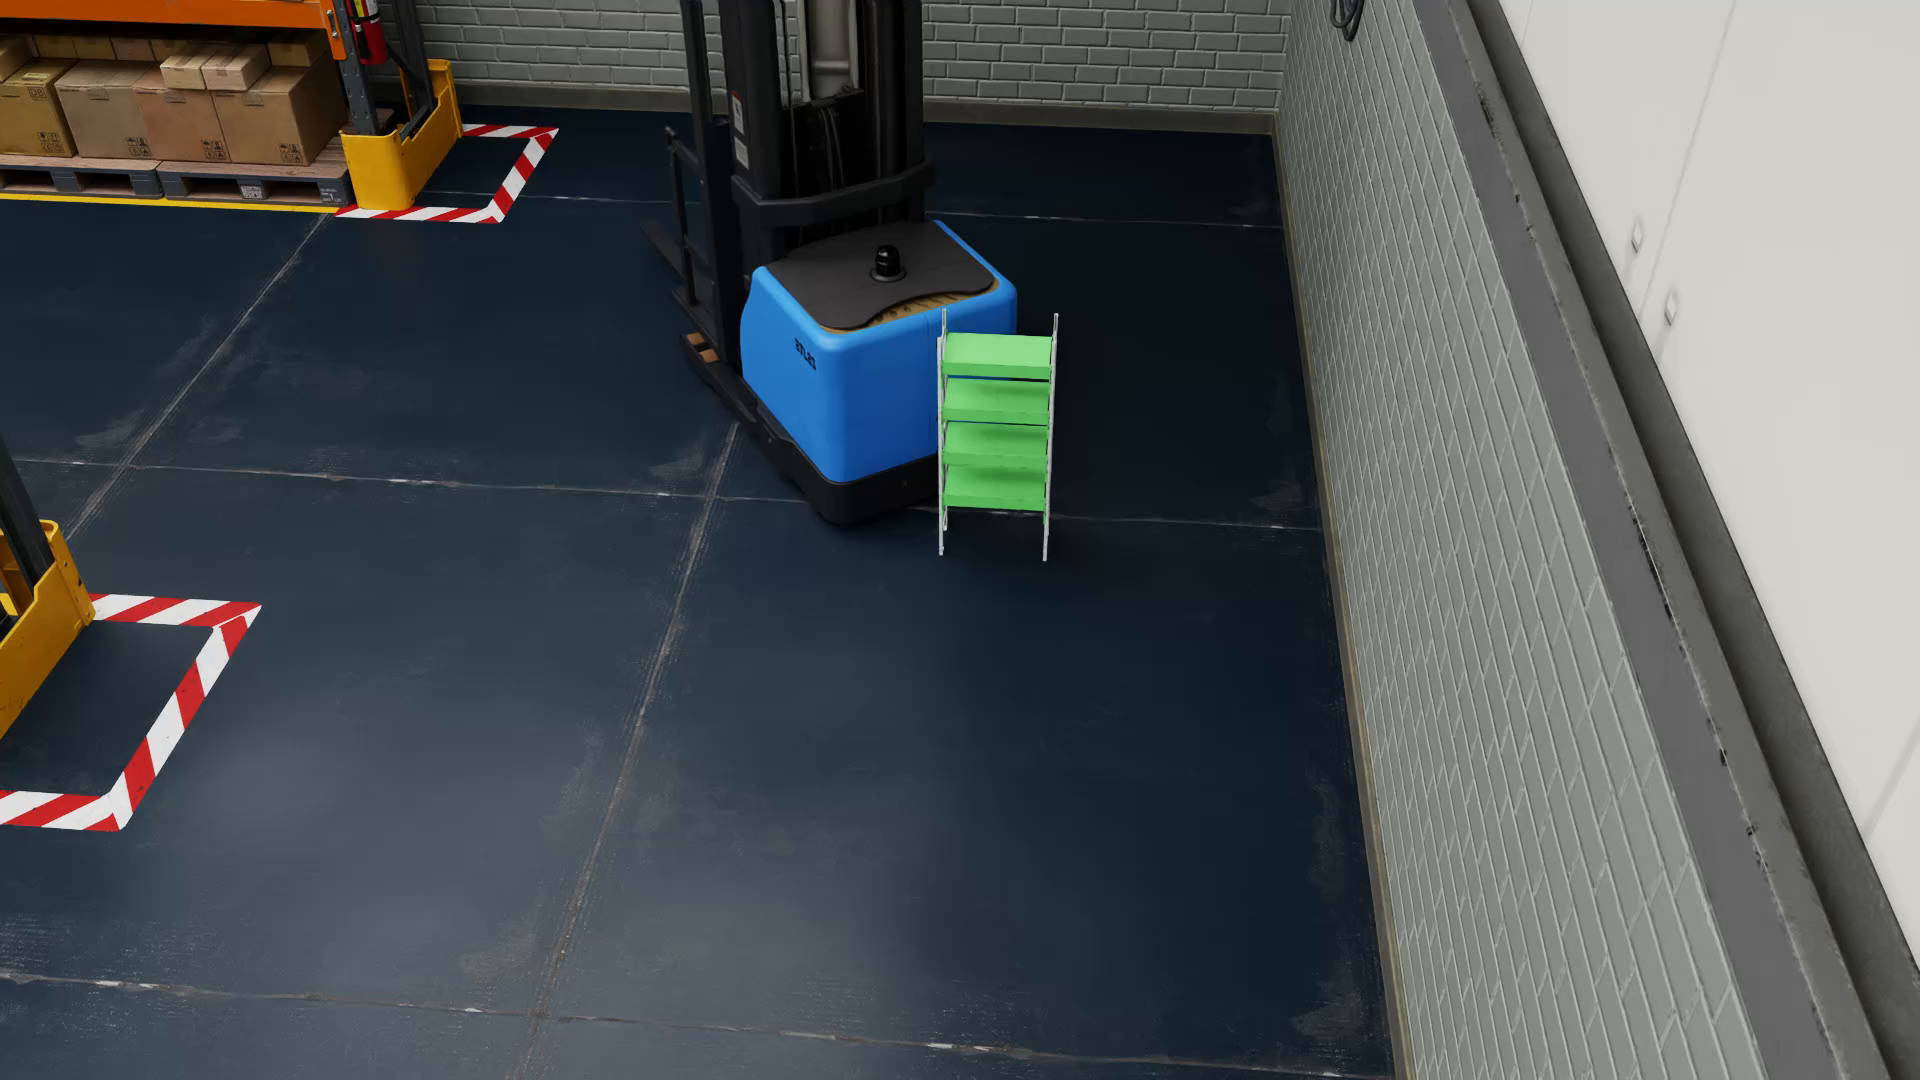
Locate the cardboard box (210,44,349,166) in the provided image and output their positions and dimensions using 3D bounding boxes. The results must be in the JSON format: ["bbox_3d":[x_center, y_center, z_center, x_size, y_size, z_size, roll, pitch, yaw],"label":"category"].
[{"bbox_3d":[-4.324,-2.778,10.605,0.500,0.500,0.700,3,39,4],"label":"cardboard box"}]

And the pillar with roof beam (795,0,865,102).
[{"bbox_3d":[-1.225,-3.626,5.247,0.400,9.000,9.100,3,39,4],"label":"pillar with roof beam"}]

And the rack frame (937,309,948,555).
[{"bbox_3d":[-0.078,-0.470,7.547,0.015,1.200,0.240,3,39,4],"label":"rack frame"}]

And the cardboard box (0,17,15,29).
[{"bbox_3d":[-6.206,-3.259,10.681,0.250,0.149,0.380,2,39,2],"label":"cardboard box"}]

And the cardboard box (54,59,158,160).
[{"bbox_3d":[-5.324,-2.832,10.672,0.500,0.500,0.700,2,39,2],"label":"cardboard box"}]

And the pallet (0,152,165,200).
[{"bbox_3d":[-5.633,-2.591,10.936,1.213,0.211,1.003,3,39,4],"label":"pallet"}]

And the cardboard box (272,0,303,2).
[{"bbox_3d":[-4.127,-3.747,9.911,0.700,0.700,0.980,5,39,6],"label":"cardboard box"}]

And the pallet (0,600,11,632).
[{"bbox_3d":[-4.912,0.541,7.089,1.213,0.211,1.003,3,39,4],"label":"pallet"}]

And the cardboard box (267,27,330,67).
[{"bbox_3d":[-4.182,-3.149,10.546,0.250,0.149,0.380,3,39,4],"label":"cardboard box"}]

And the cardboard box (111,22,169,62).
[{"bbox_3d":[-5.190,-3.203,10.613,0.250,0.149,0.380,4,39,4],"label":"cardboard box"}]

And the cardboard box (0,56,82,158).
[{"bbox_3d":[-5.855,-2.857,10.702,0.500,0.500,0.700,4,39,5],"label":"cardboard box"}]

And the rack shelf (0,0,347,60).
[{"bbox_3d":[-5.611,-3.440,10.340,4.000,0.370,1.077,3,39,4],"label":"rack shelf"}]

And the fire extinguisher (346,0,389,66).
[{"bbox_3d":[-3.508,-3.137,9.754,0.183,0.674,0.296,3,39,4],"label":"fire extinguisher"}]

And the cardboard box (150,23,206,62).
[{"bbox_3d":[-4.936,-3.190,10.597,0.250,0.149,0.380,3,39,4],"label":"cardboard box"}]

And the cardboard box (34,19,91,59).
[{"bbox_3d":[-5.698,-3.231,10.647,0.250,0.149,0.380,2,39,3],"label":"cardboard box"}]

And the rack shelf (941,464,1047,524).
[{"bbox_3d":[0.165,-0.221,7.722,0.480,0.148,0.258,3,39,4],"label":"rack shelf"}]

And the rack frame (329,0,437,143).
[{"bbox_3d":[-3.618,-3.610,9.979,0.127,3.000,1.000,3,39,4],"label":"rack frame"}]

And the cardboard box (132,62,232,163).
[{"bbox_3d":[-4.822,-2.805,10.639,0.500,0.500,0.700,3,39,4],"label":"cardboard box"}]

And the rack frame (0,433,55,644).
[{"bbox_3d":[-4.042,-0.494,6.151,0.127,3.000,1.000,3,39,4],"label":"rack frame"}]

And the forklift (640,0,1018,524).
[{"bbox_3d":[-0.876,-2.126,8.211,1.130,2.935,3.031,-19,43,-22],"label":"forklift"}]

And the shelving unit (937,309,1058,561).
[{"bbox_3d":[0.165,-0.456,7.531,0.503,1.200,0.258,3,39,4],"label":"shelving unit"}]

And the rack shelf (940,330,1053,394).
[{"bbox_3d":[0.165,-0.779,7.268,0.480,0.148,0.258,3,39,4],"label":"rack shelf"}]

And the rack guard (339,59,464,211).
[{"bbox_3d":[-3.594,-2.639,10.766,0.348,0.500,1.175,3,39,4],"label":"rack guard"}]

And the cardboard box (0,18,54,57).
[{"bbox_3d":[-5.955,-3.244,10.664,0.250,0.149,0.380,4,39,4],"label":"cardboard box"}]

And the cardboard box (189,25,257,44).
[{"bbox_3d":[-4.687,-3.176,10.580,0.250,0.149,0.380,3,39,4],"label":"cardboard box"}]

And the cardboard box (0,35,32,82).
[{"bbox_3d":[-6.021,-3.006,10.370,0.250,0.149,0.380,2,39,3],"label":"cardboard box"}]

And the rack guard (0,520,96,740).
[{"bbox_3d":[-4.117,0.471,6.945,0.348,0.500,1.175,3,39,4],"label":"rack guard"}]

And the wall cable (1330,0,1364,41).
[{"bbox_3d":[1.986,-4.199,8.411,0.112,2.526,3.097,3,39,4],"label":"wall cable"}]

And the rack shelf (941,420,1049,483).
[{"bbox_3d":[0.165,-0.407,7.571,0.480,0.148,0.258,3,39,4],"label":"rack shelf"}]

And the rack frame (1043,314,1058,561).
[{"bbox_3d":[0.408,-0.443,7.514,0.015,1.200,0.240,3,39,4],"label":"rack frame"}]

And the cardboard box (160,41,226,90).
[{"bbox_3d":[-4.722,-2.936,10.285,0.250,0.149,0.380,4,39,5],"label":"cardboard box"}]

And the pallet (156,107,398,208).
[{"bbox_3d":[-4.421,-2.522,10.852,1.213,0.211,1.003,3,39,4],"label":"pallet"}]

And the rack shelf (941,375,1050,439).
[{"bbox_3d":[0.165,-0.593,7.419,0.480,0.148,0.258,3,39,4],"label":"rack shelf"}]

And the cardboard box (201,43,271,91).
[{"bbox_3d":[-4.468,-2.922,10.268,0.250,0.149,0.380,3,39,3],"label":"cardboard box"}]

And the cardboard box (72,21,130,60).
[{"bbox_3d":[-5.445,-3.217,10.630,0.250,0.149,0.380,4,39,4],"label":"cardboard box"}]
